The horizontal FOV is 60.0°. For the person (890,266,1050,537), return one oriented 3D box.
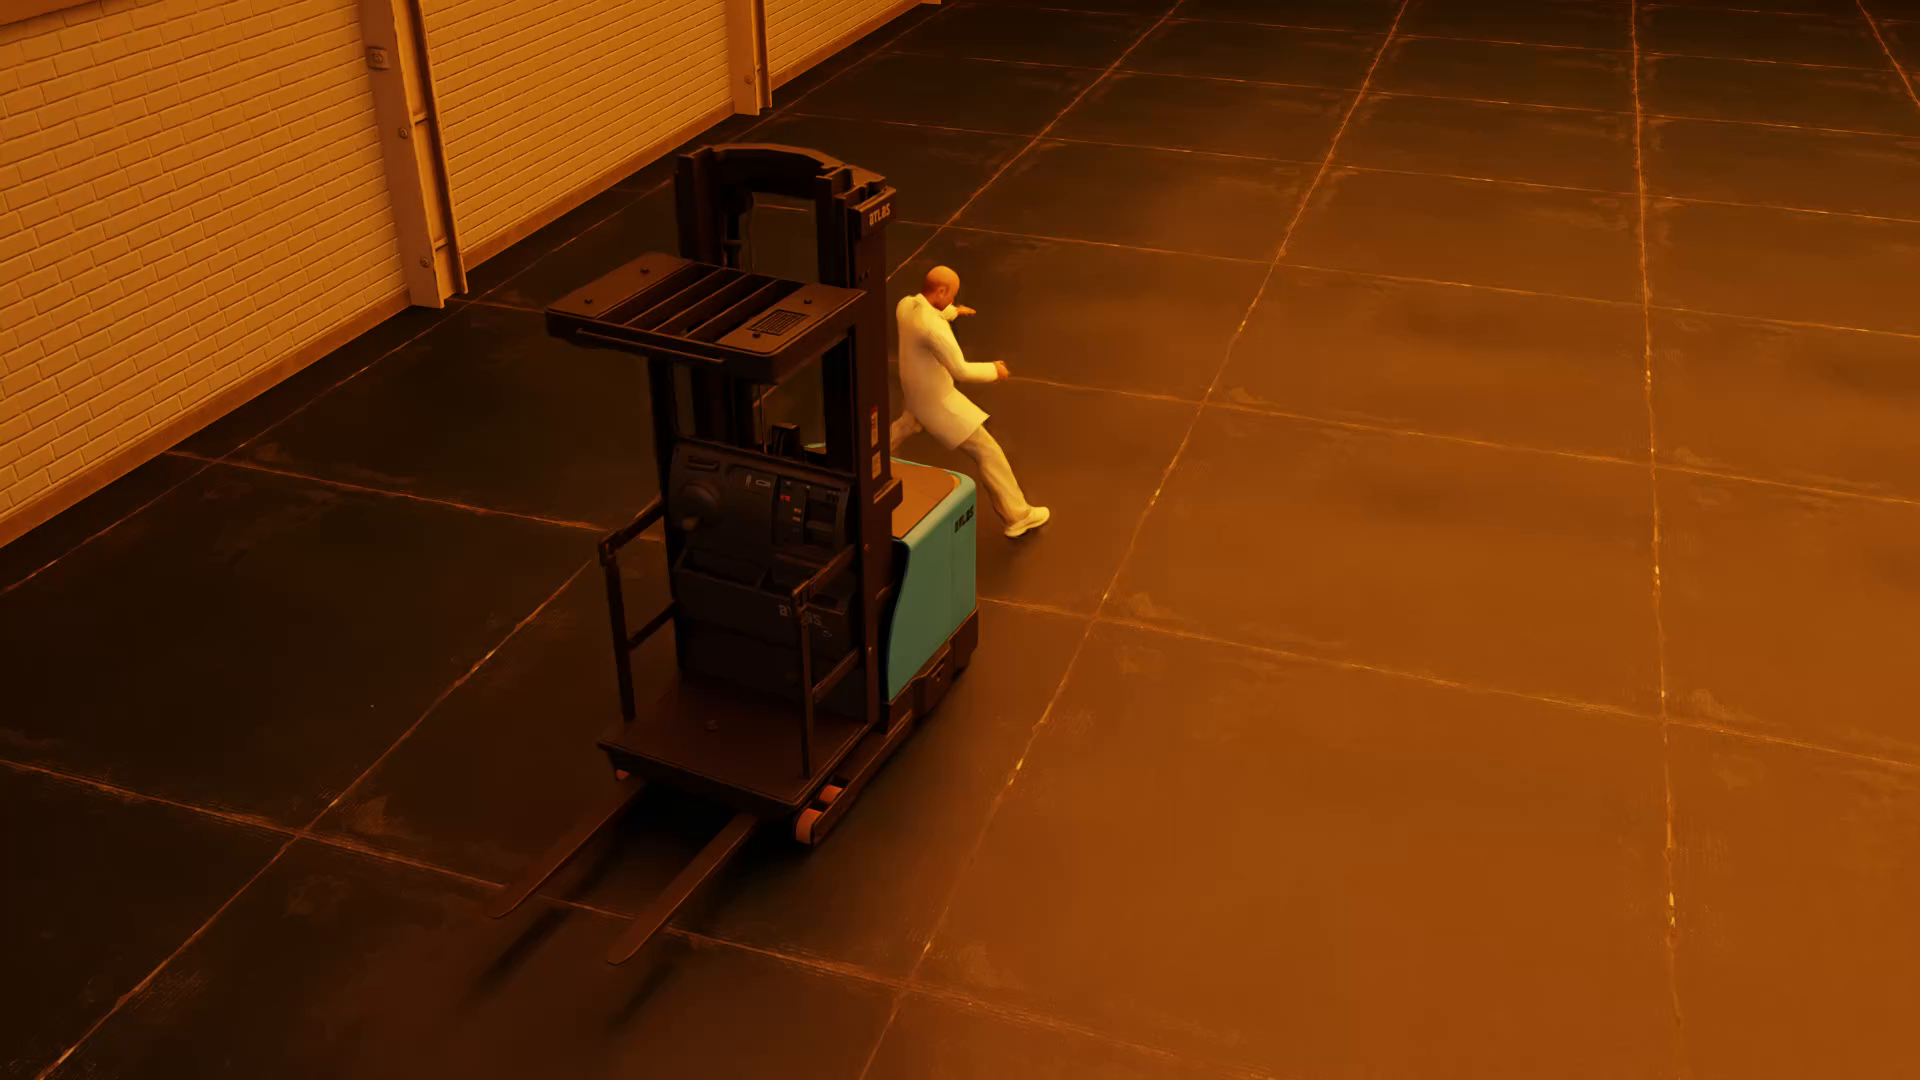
[{"bbox_3d":[-0.059,-0.973,10.227,0.888,1.559,1.364,-12,32,-20],"label":"person"}]

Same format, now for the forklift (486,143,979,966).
[{"bbox_3d":[-1.004,-0.121,7.350,1.130,2.935,3.031,14,32,23],"label":"forklift"}]
